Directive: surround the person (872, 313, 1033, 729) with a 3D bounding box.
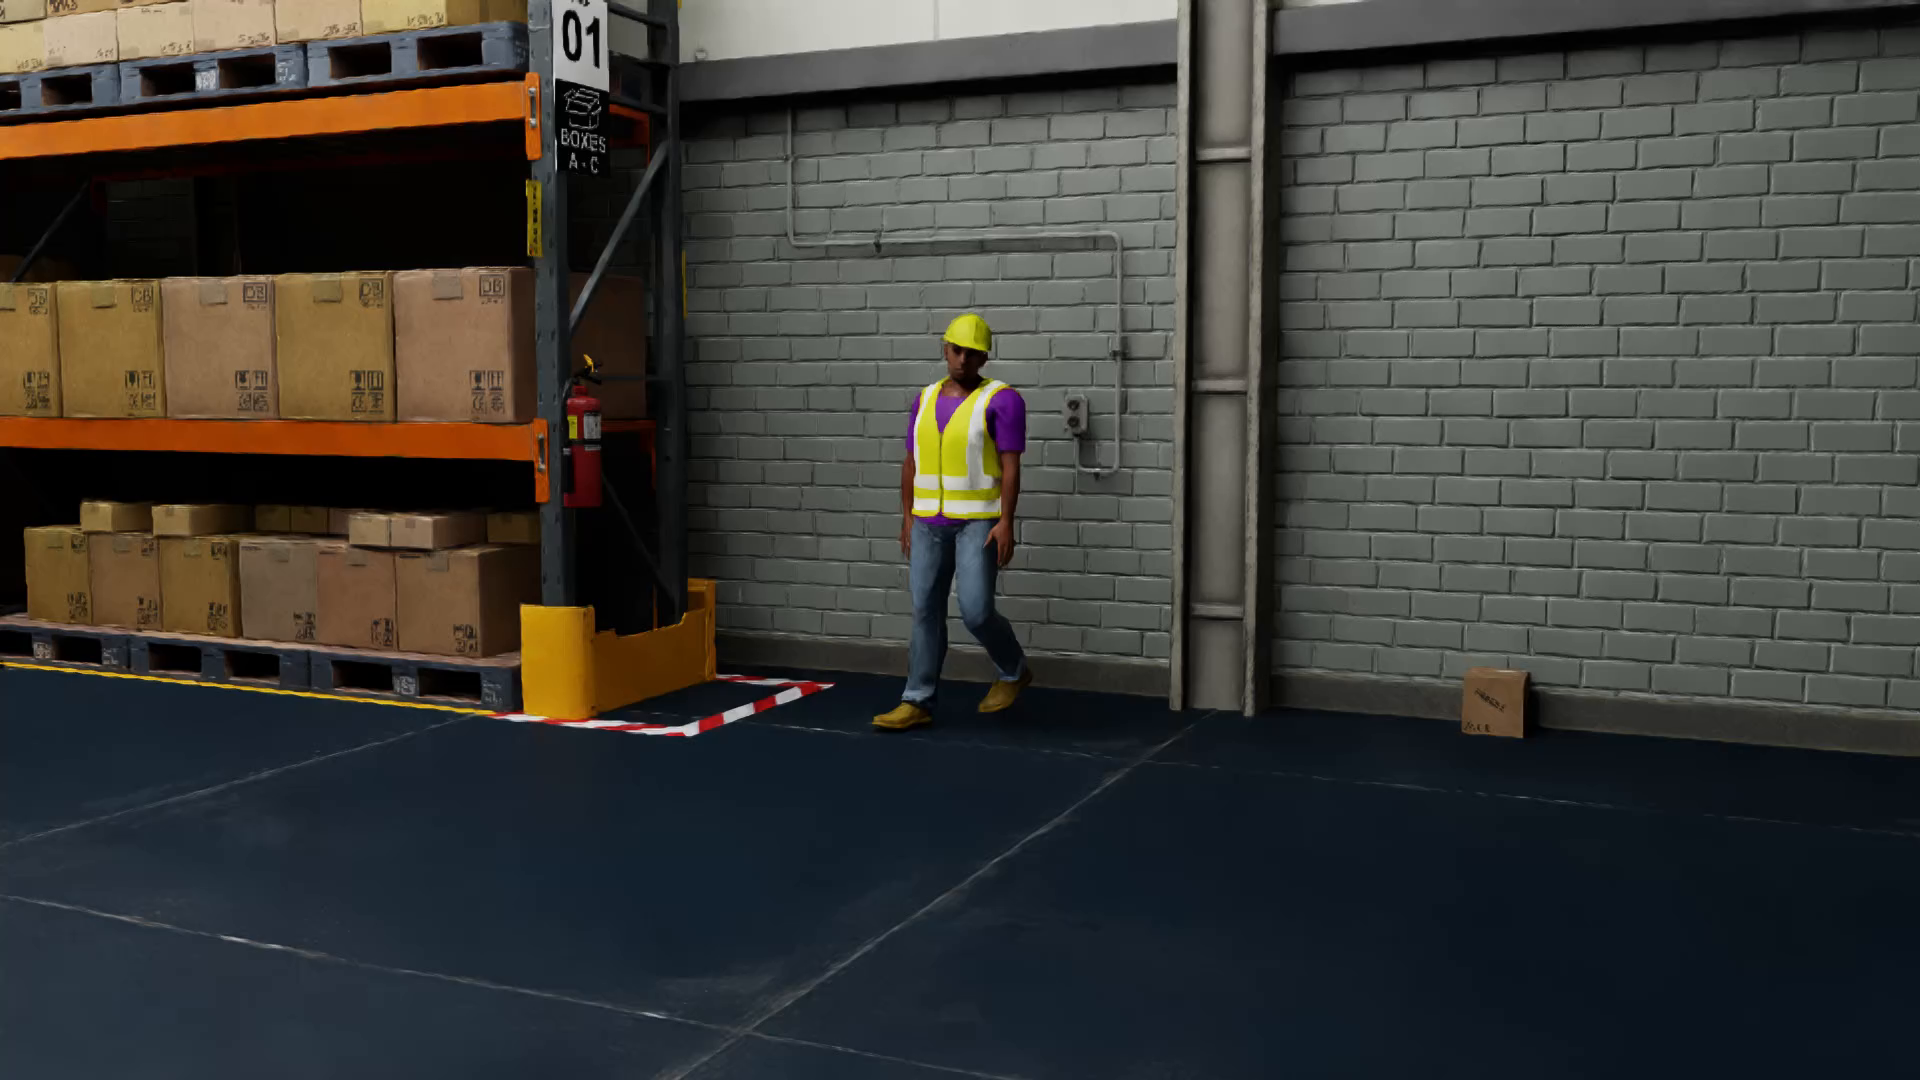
[{"bbox_3d":[0.002,-0.079,7.097,0.608,1.764,0.580,3,6,32],"label":"person"}]
